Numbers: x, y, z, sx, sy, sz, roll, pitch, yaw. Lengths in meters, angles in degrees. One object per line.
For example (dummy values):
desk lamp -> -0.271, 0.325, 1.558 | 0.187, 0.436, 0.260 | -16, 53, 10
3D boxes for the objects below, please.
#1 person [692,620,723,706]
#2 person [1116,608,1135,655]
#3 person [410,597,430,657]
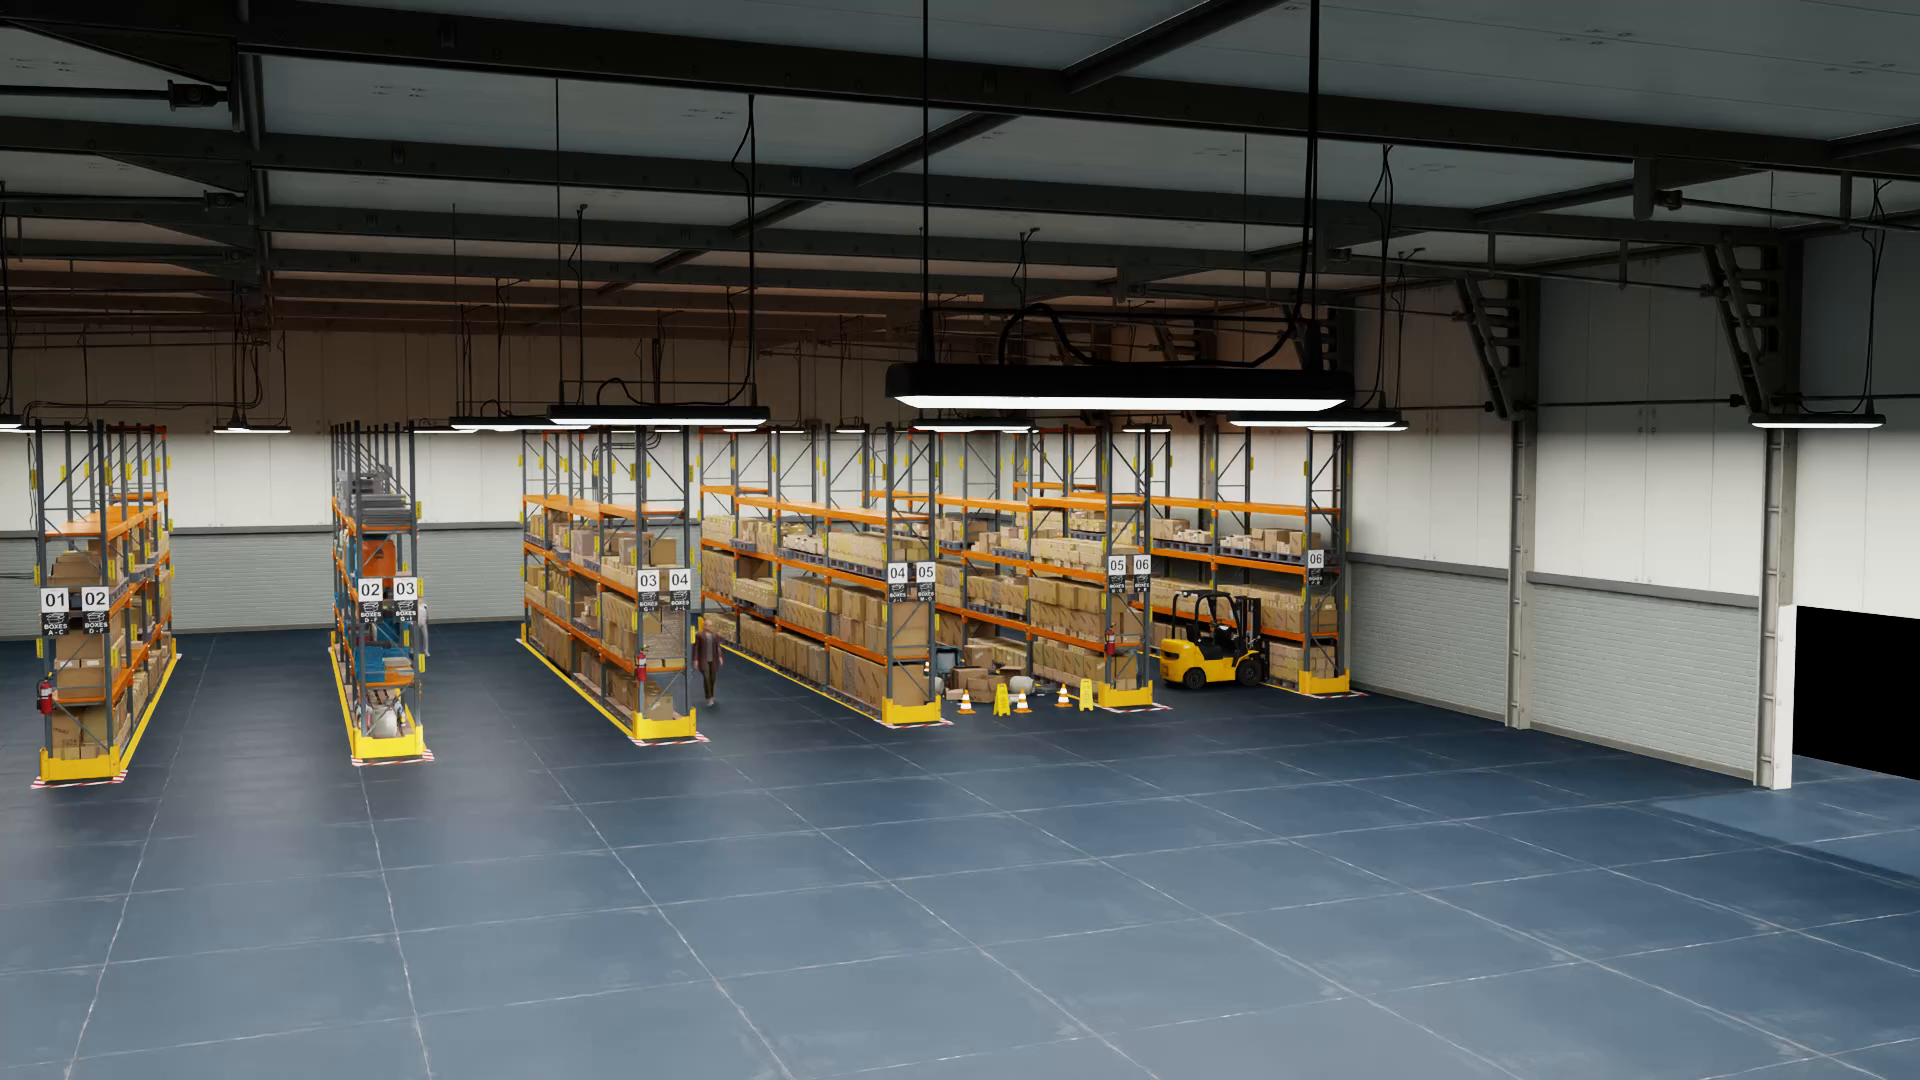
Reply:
person -> -5.353, 2.621, 35.639 | 0.620, 1.785, 0.799 | -2, 4, -33
person -> 3.999, 2.438, 39.822 | 0.507, 1.712, 0.606 | -2, 4, -26
person -> -14.029, 2.185, 43.121 | 0.433, 1.640, 0.989 | -2, 4, -32
